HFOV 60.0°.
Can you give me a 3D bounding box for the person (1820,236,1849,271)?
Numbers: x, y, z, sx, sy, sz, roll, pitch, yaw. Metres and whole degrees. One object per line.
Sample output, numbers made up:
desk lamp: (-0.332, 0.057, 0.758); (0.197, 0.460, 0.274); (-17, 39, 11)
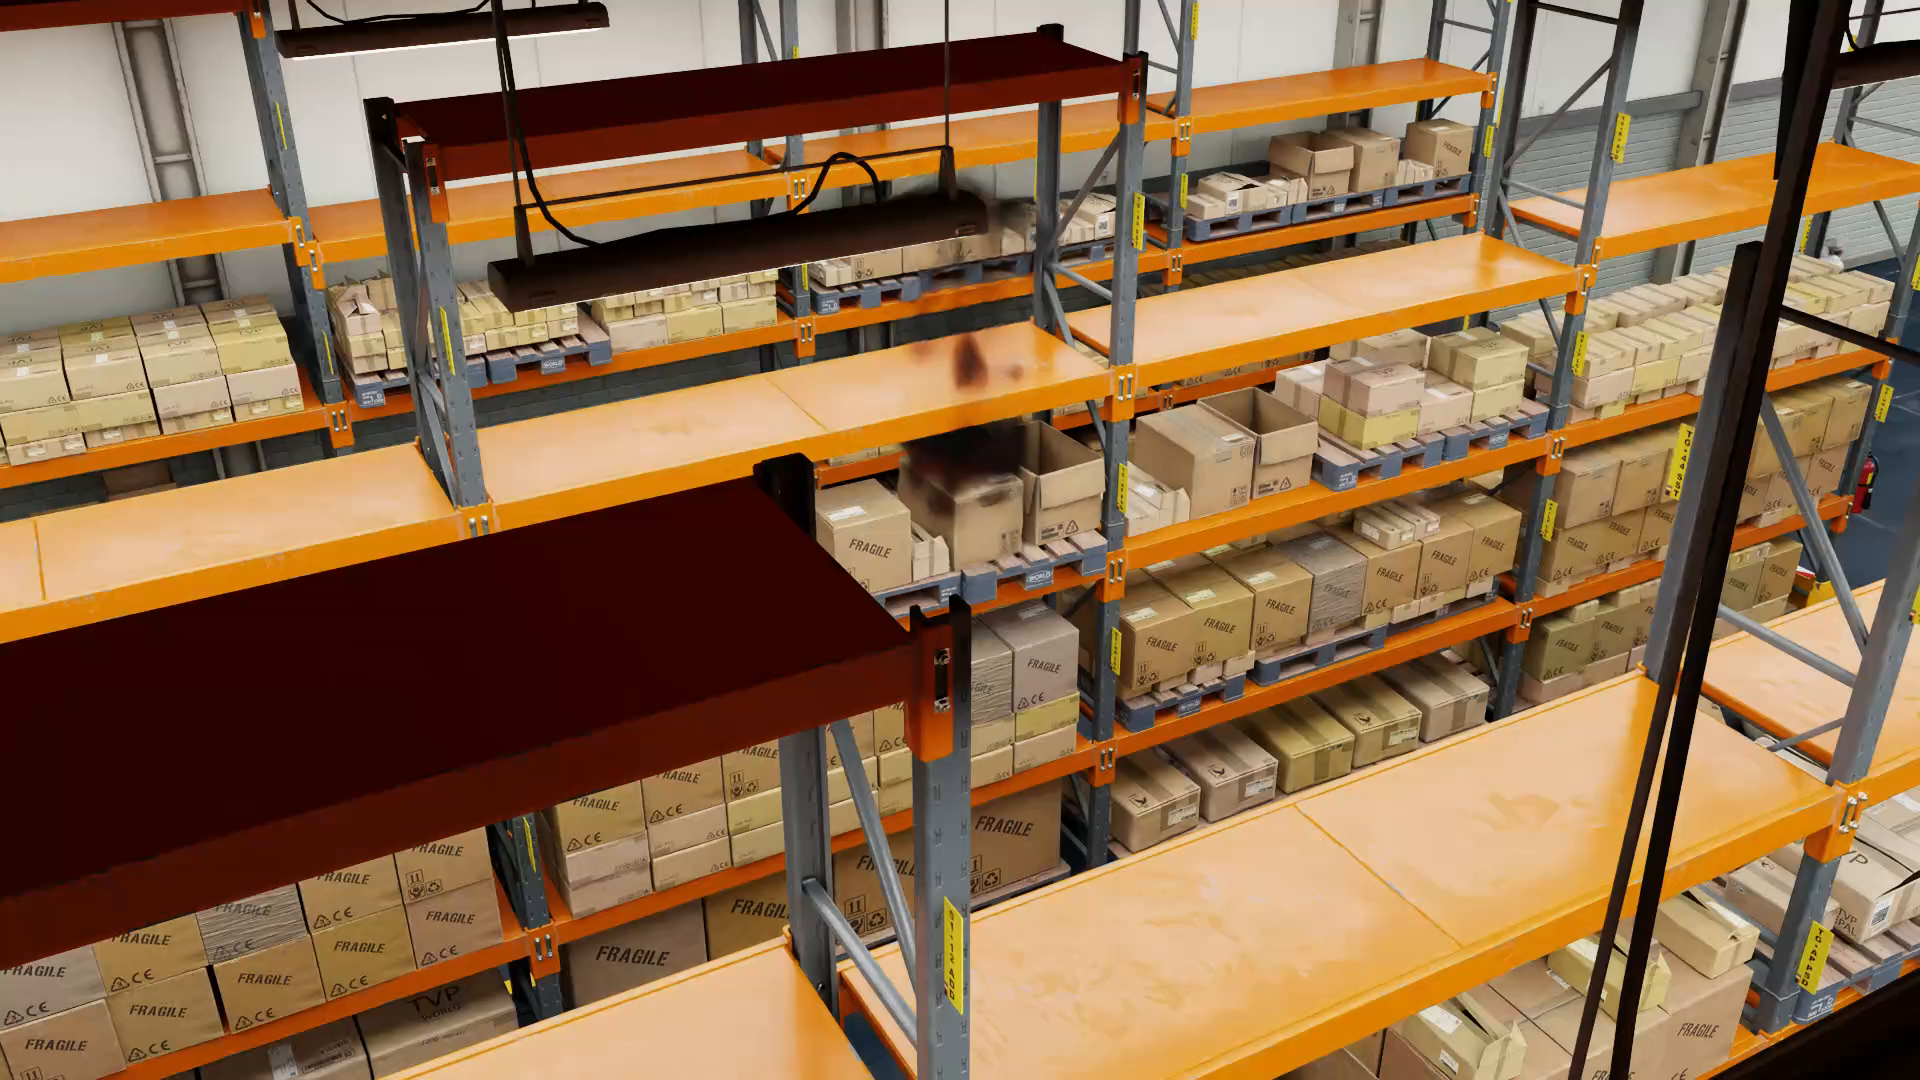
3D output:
person: (10.763, -3.002, 20.979); (0.709, 1.620, 0.565); (-17, 32, -29)
